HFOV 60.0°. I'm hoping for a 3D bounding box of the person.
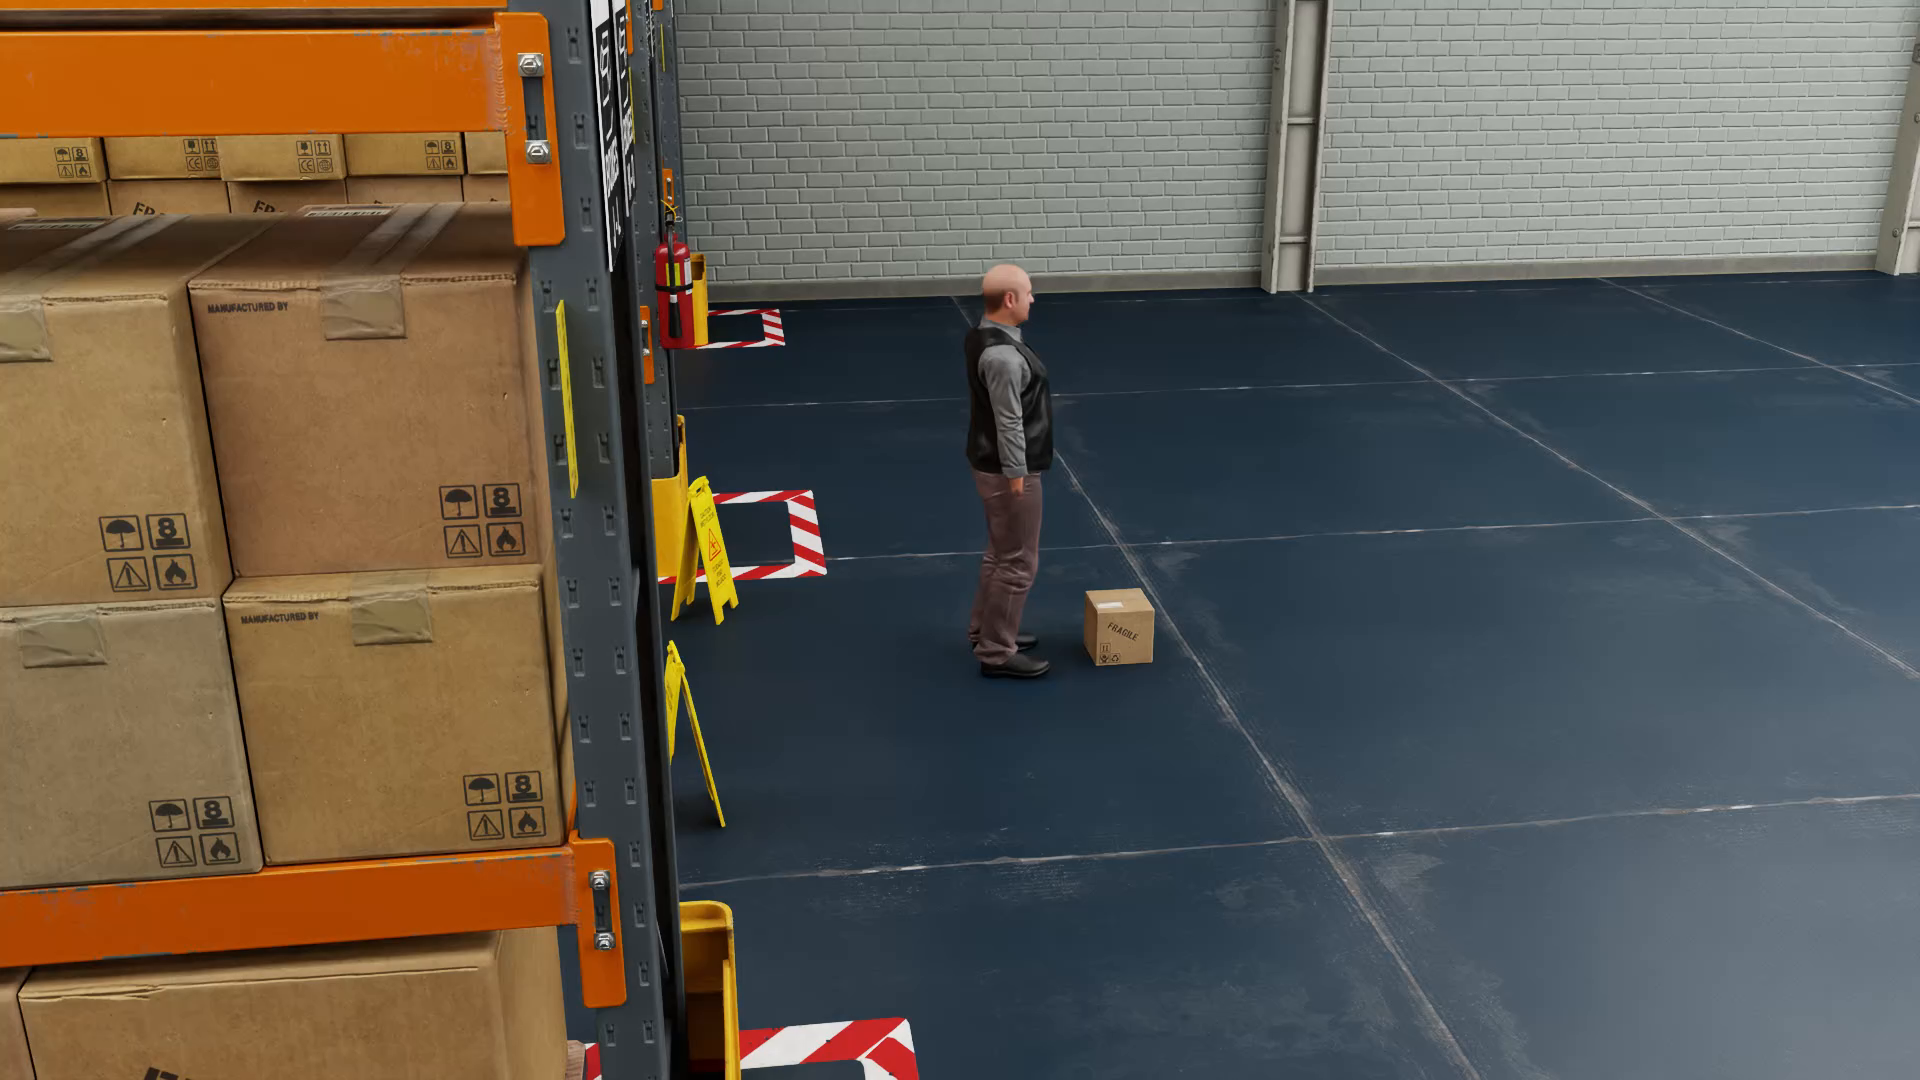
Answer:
[{"bbox_3d":[0.203,-0.294,6.934,0.360,1.716,0.532,-2,20,-6],"label":"person"}]
